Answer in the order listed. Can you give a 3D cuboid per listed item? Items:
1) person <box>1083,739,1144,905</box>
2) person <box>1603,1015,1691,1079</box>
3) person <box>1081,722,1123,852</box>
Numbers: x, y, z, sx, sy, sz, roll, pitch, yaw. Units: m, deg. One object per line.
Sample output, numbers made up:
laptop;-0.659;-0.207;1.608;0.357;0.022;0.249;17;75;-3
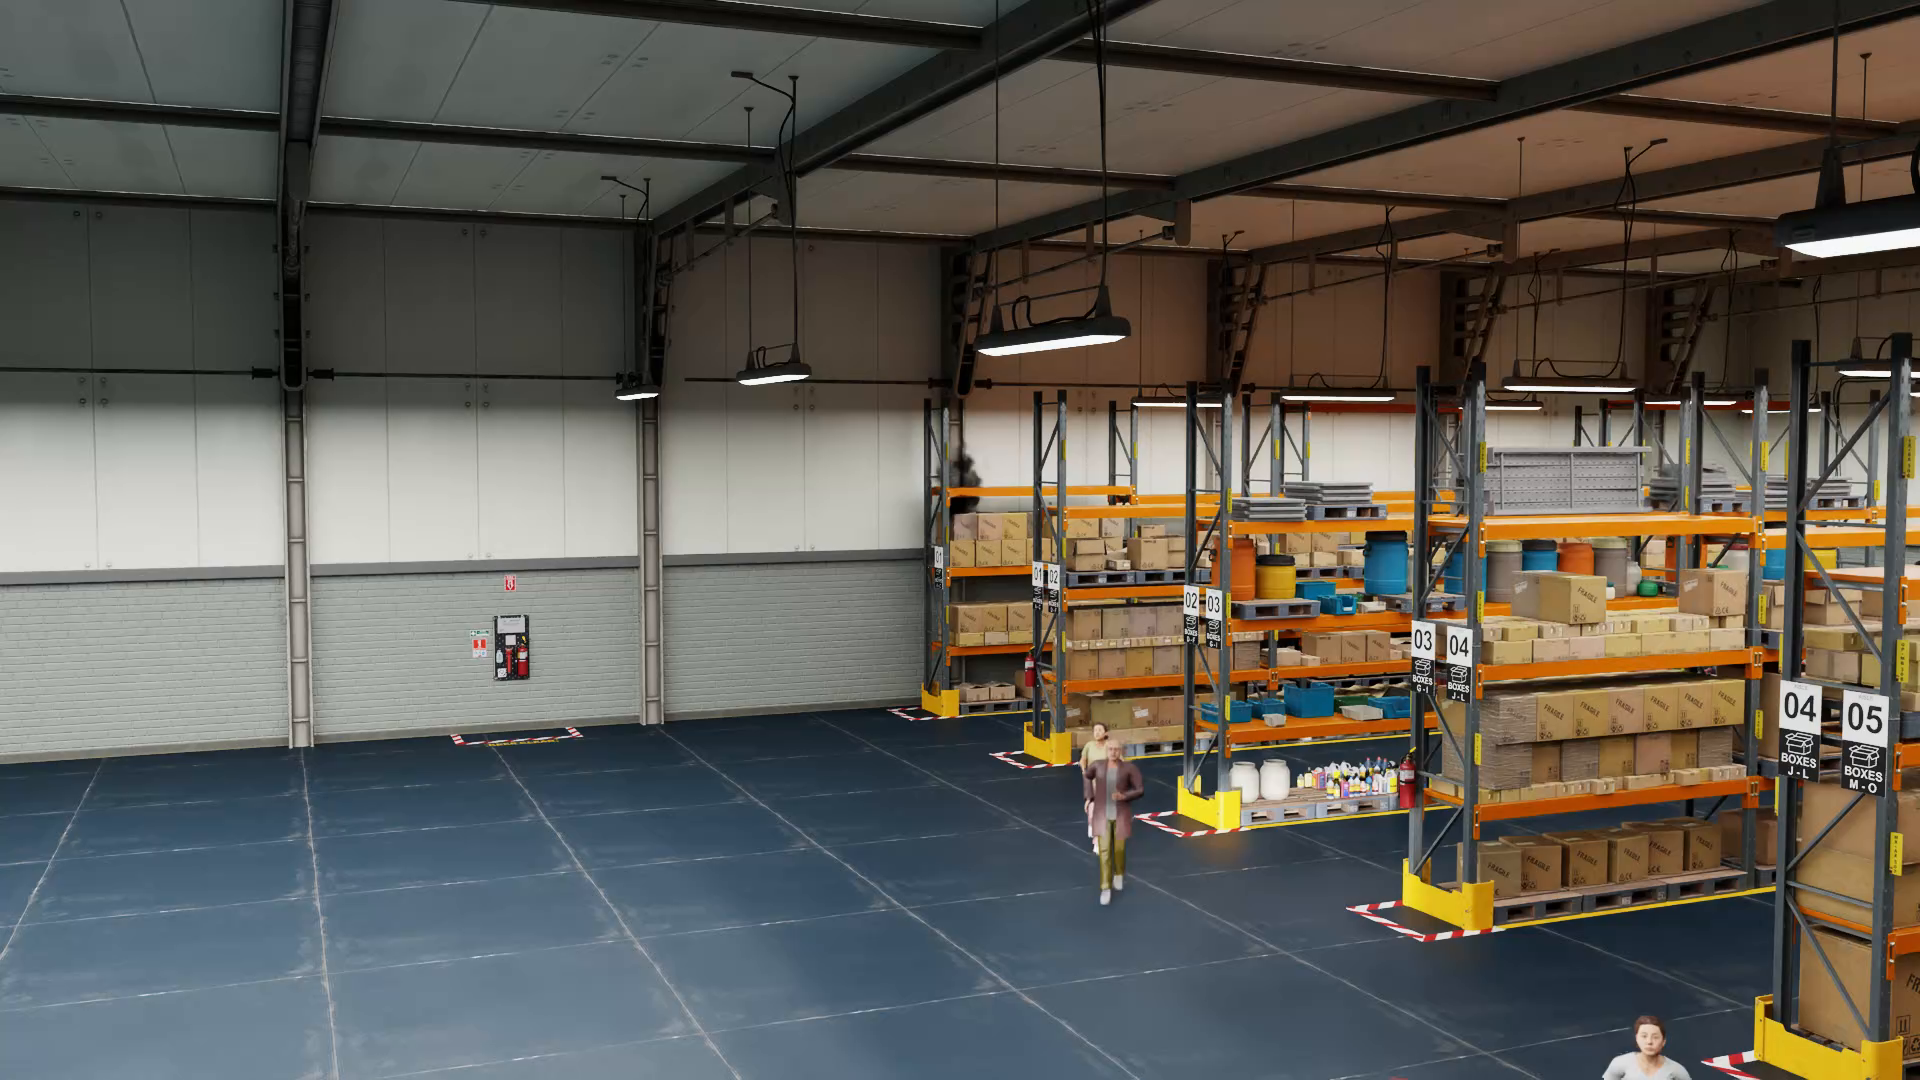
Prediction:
person;1.732;3.141;18.849;0.705;1.792;0.958;0;3;7
person;4.269;3.751;10.322;0.580;1.619;0.561;1;4;22
person;1.803;3.113;21.120;0.574;1.639;0.585;1;3;13
